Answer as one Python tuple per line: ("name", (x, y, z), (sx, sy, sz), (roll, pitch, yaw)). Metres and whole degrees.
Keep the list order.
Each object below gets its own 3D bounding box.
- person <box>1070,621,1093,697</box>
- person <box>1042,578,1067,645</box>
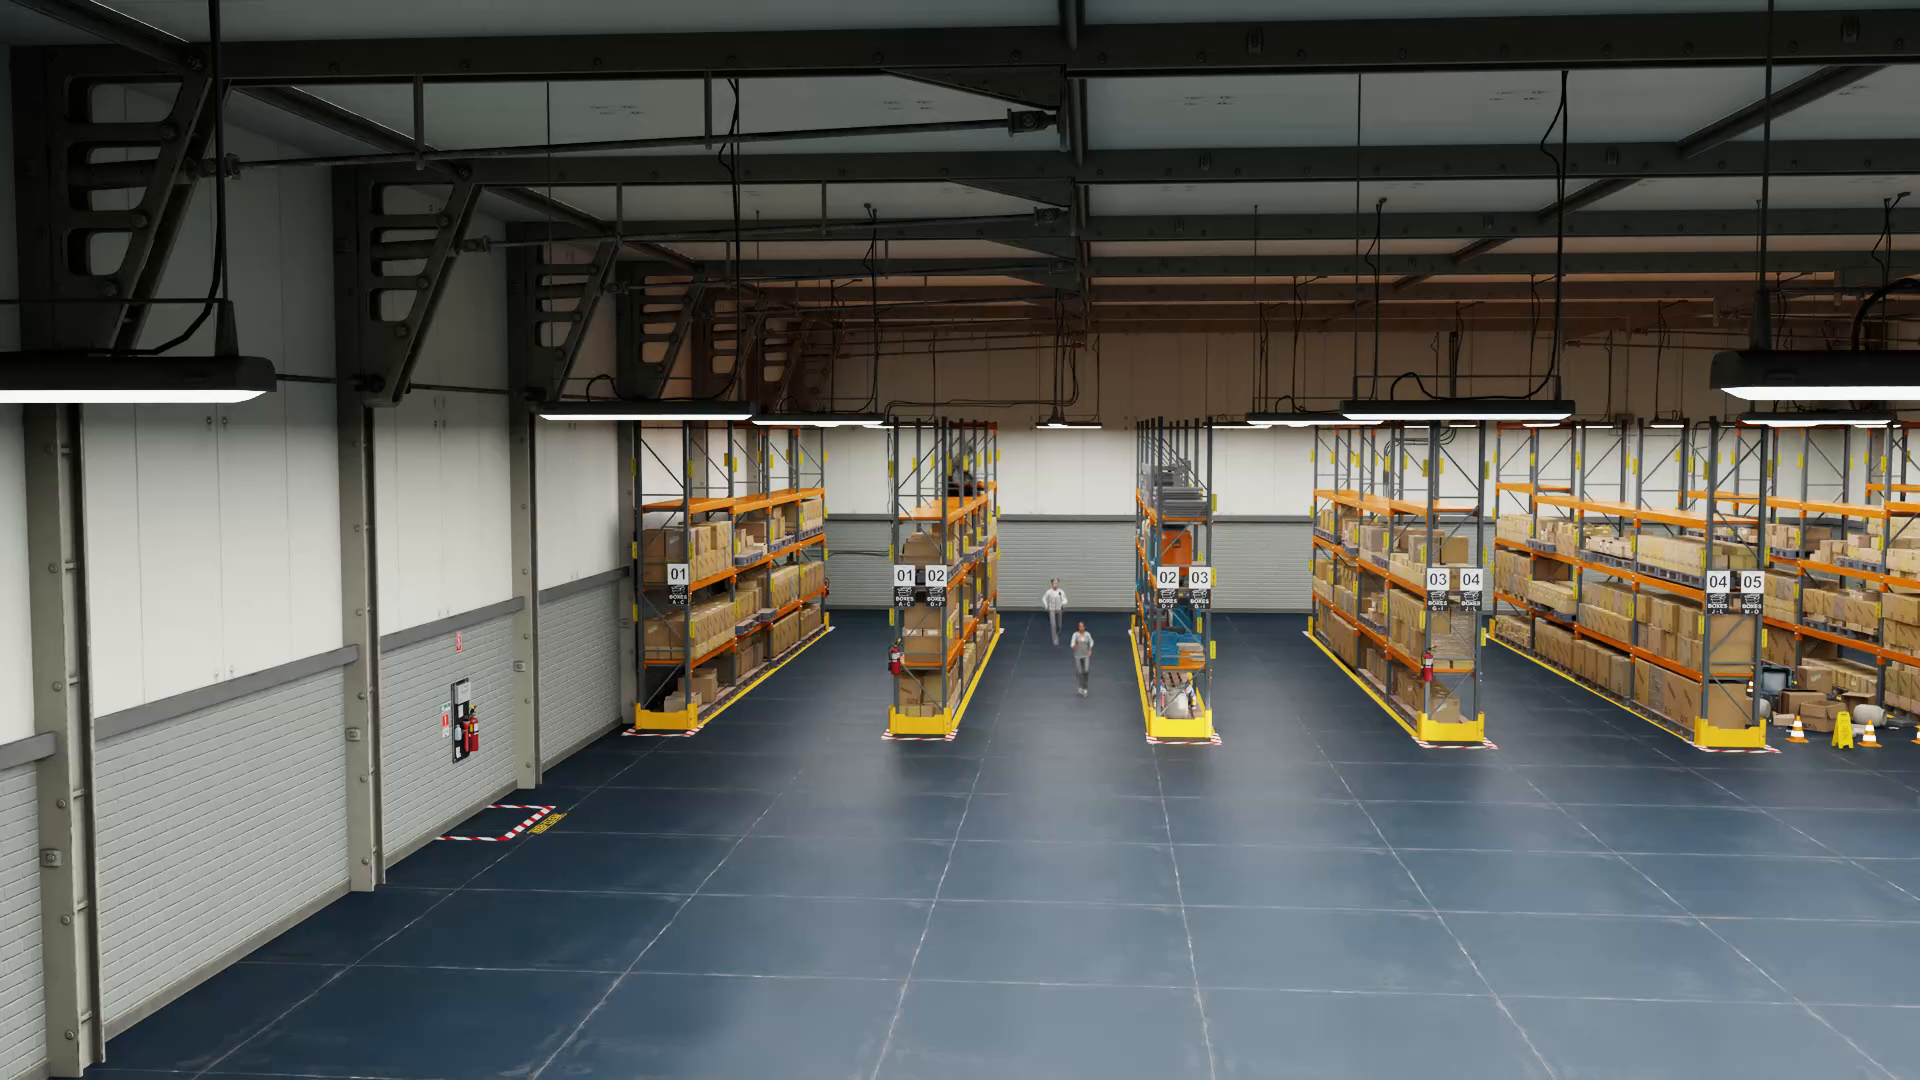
("person", (2.644, 2.573, 35.997), (0.514, 1.624, 0.661), (0, 4, 0))
("person", (2.429, 1.820, 42.531), (0.613, 1.677, 0.766), (0, 4, -5))
